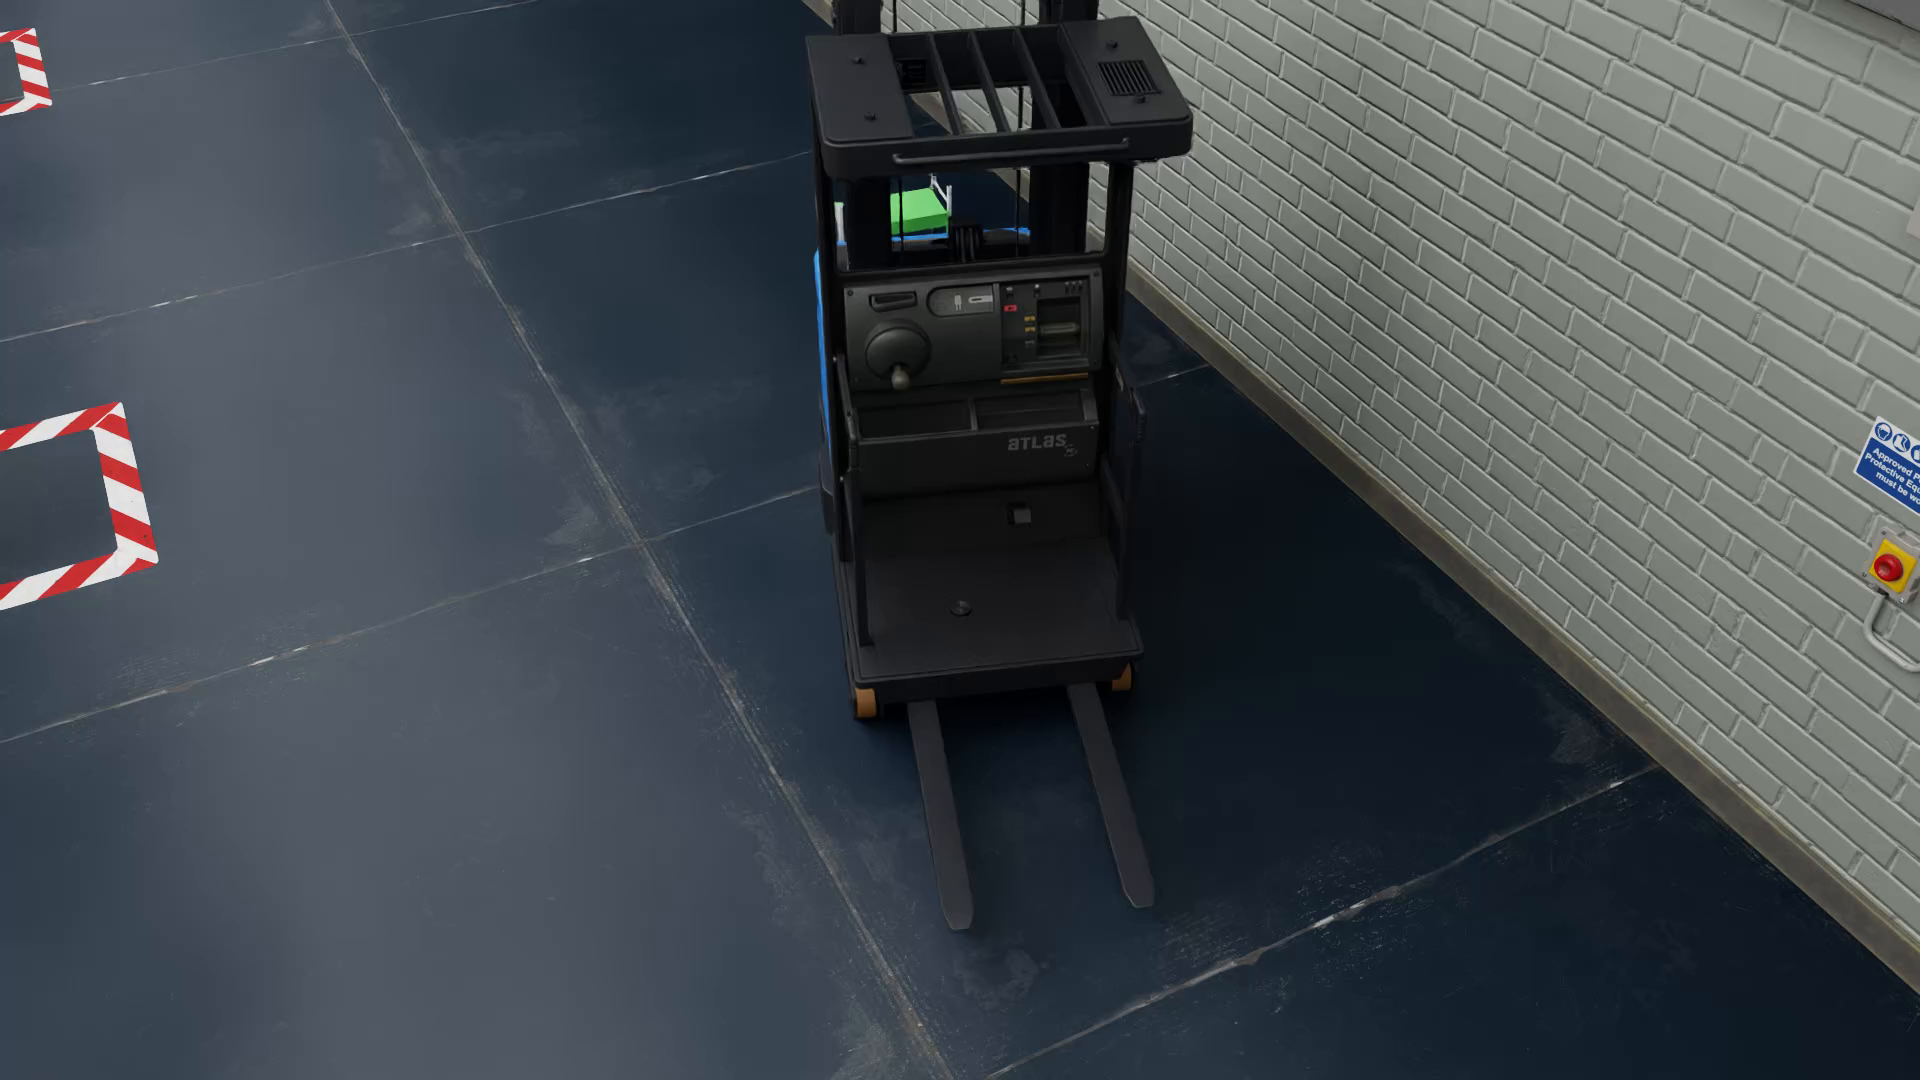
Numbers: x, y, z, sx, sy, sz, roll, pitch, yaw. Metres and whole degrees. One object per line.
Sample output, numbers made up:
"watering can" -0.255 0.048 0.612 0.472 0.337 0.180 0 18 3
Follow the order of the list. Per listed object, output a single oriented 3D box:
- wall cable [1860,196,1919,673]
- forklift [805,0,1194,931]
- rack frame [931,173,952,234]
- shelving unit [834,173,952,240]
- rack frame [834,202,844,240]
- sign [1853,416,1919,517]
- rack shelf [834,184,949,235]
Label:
"wall cable" 2.800 -0.449 4.648 0.123 1.953 0.585 -19 44 -21
"forklift" 0.087 -0.678 5.782 1.130 2.935 3.031 -5 41 -6
"rack frame" -0.082 -1.143 7.672 0.015 1.200 0.240 -12 42 -14
"shelving unit" -0.313 -1.092 7.612 0.503 1.200 0.258 -12 42 -14
"rack frame" -0.544 -1.042 7.552 0.015 1.200 0.240 -12 42 -14
"sign" 2.832 -0.198 4.953 0.001 0.218 0.327 -19 44 -21
"rack shelf" -0.313 -1.410 7.343 0.480 0.148 0.258 -12 42 -14
